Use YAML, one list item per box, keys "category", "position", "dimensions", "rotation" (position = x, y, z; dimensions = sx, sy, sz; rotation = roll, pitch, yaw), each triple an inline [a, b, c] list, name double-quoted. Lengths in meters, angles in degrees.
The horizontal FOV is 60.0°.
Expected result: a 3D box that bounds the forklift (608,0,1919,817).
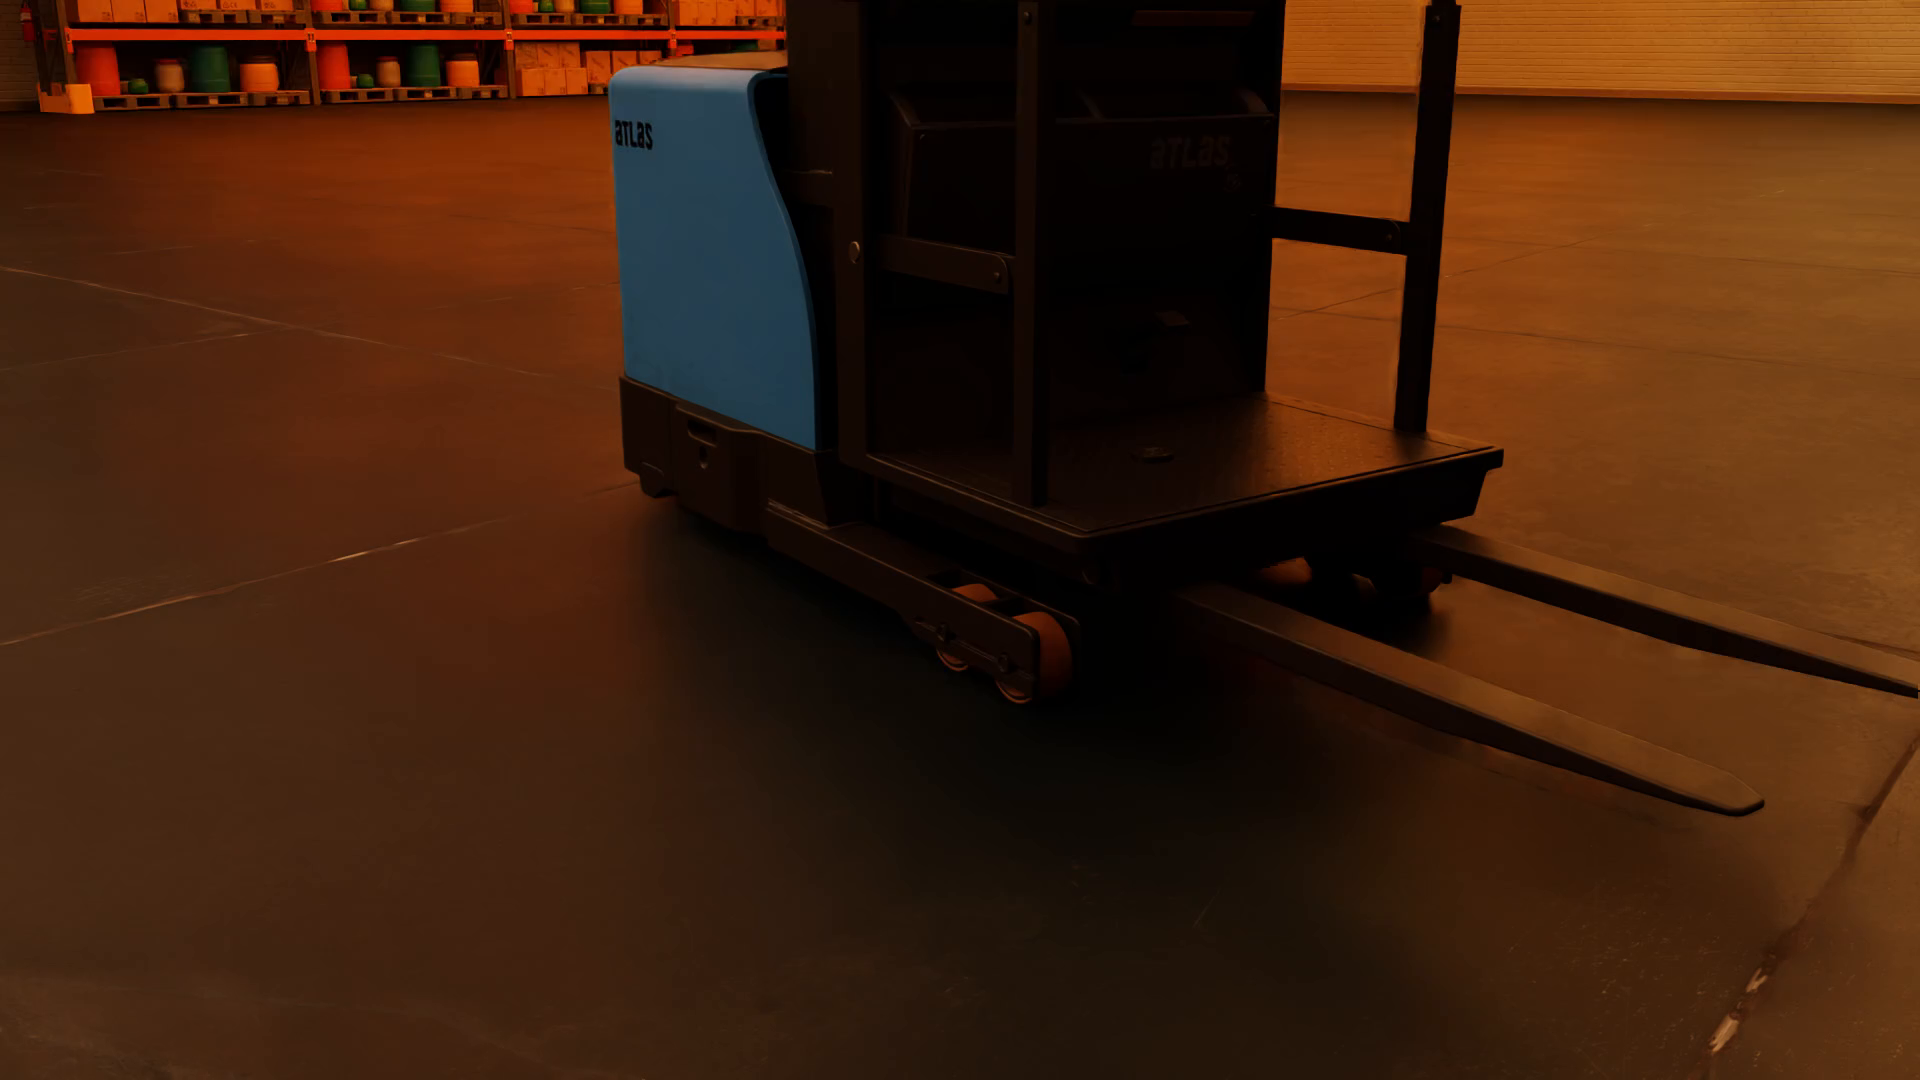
- category: "forklift"
  position: [0.376, -1.267, 3.069]
  dimensions: [1.130, 2.935, 3.031]
  rotation: [-11, 20, -33]
